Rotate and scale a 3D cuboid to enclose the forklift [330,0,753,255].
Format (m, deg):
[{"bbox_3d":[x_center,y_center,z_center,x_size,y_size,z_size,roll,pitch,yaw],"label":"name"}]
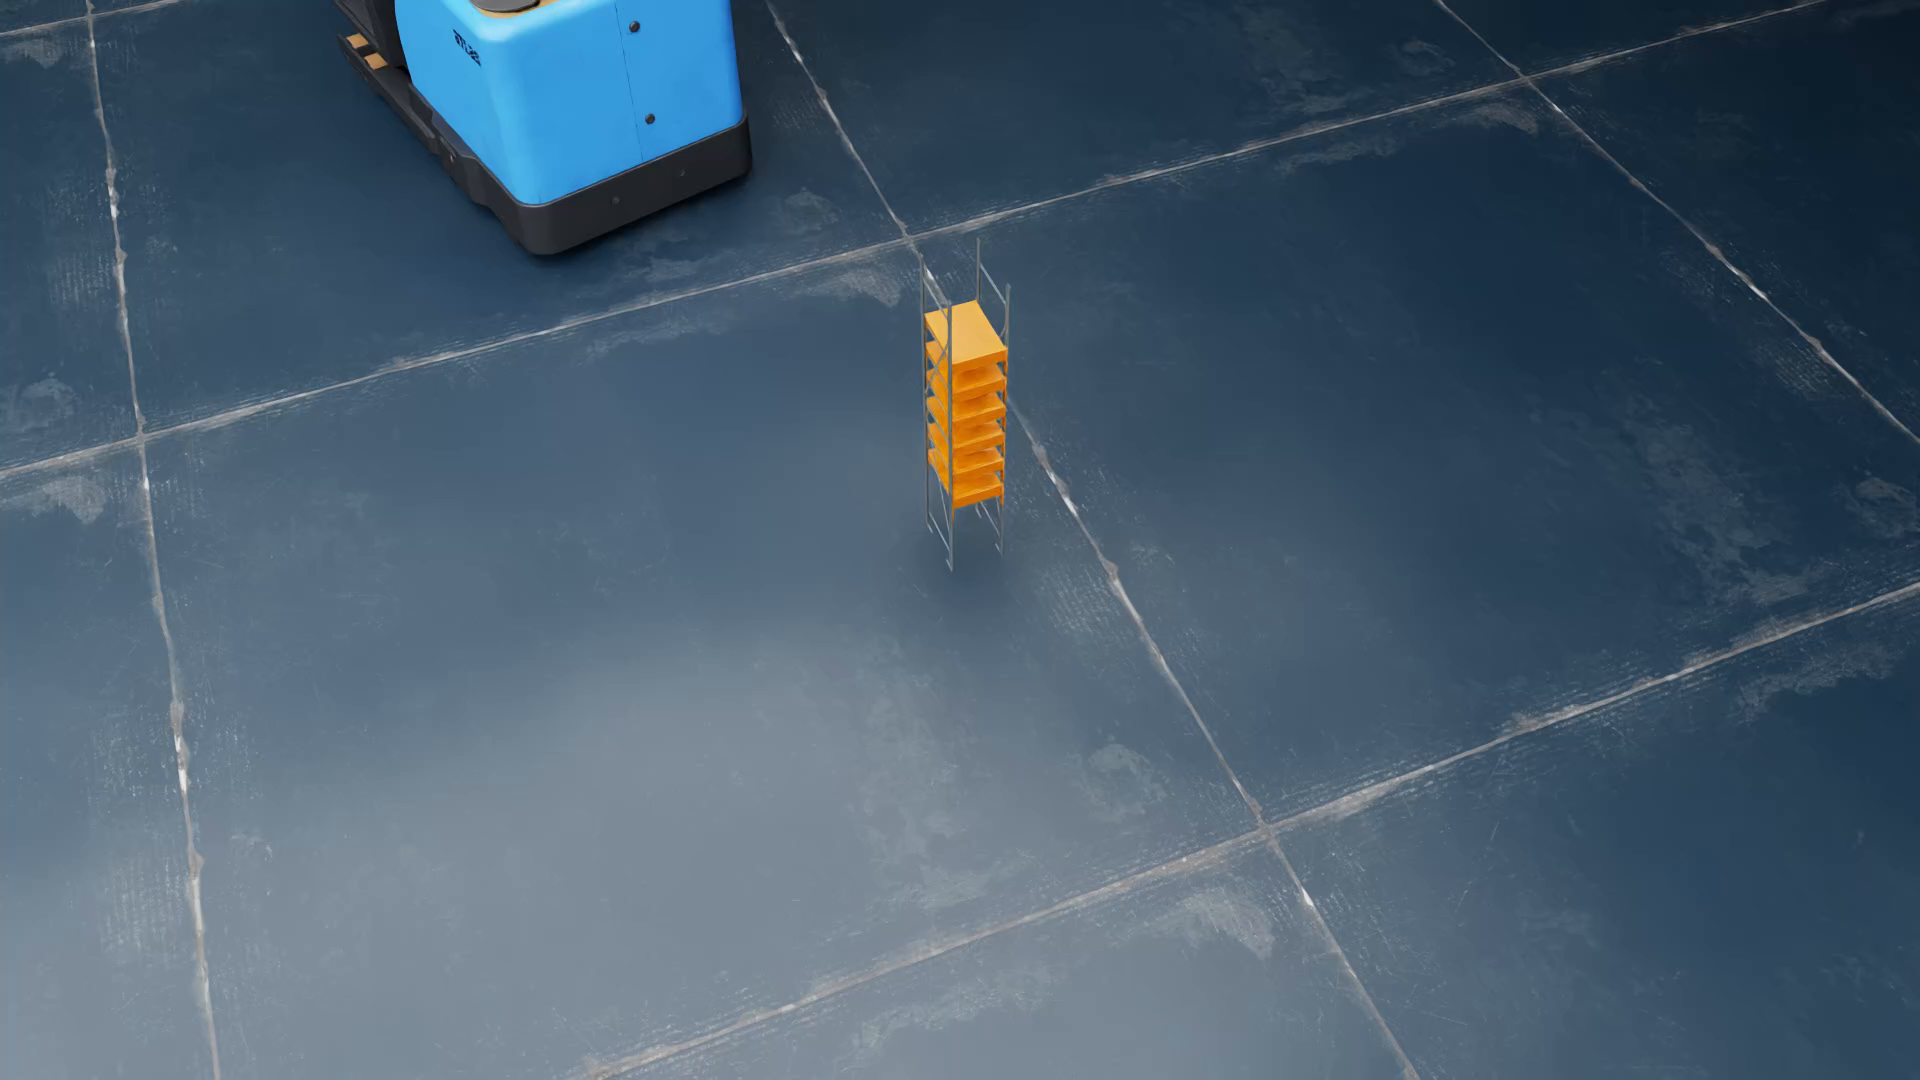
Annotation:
[{"bbox_3d":[-2.154,-3.172,6.542,1.130,2.935,3.031,-29,55,-23],"label":"forklift"}]

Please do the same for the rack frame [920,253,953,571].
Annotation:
[{"bbox_3d":[-0.071,-0.369,5.276,0.006,1.200,0.240,-17,52,-14],"label":"rack frame"}]

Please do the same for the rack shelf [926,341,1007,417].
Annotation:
[{"bbox_3d":[0.013,-0.522,5.150,0.180,0.103,0.258,-17,52,-14],"label":"rack shelf"}]

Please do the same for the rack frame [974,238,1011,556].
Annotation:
[{"bbox_3d":[0.098,-0.421,5.321,0.006,1.200,0.240,-17,52,-14],"label":"rack frame"}]

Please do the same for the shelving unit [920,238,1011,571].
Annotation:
[{"bbox_3d":[0.013,-0.395,5.298,0.189,1.200,0.258,-17,52,-14],"label":"shelving unit"}]

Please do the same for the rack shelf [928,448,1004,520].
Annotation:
[{"bbox_3d":[0.013,-0.210,5.514,0.180,0.103,0.258,-17,52,-14],"label":"rack shelf"}]

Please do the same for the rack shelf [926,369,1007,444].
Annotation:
[{"bbox_3d":[0.013,-0.444,5.241,0.180,0.103,0.258,-17,52,-14],"label":"rack shelf"}]

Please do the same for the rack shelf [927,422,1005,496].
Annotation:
[{"bbox_3d":[0.013,-0.288,5.423,0.180,0.103,0.258,-17,52,-14],"label":"rack shelf"}]

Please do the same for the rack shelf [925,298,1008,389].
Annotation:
[{"bbox_3d":[0.013,-0.601,5.059,0.180,0.103,0.258,-17,52,-14],"label":"rack shelf"}]

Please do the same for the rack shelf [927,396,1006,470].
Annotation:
[{"bbox_3d":[0.013,-0.366,5.332,0.180,0.103,0.258,-17,52,-14],"label":"rack shelf"}]
